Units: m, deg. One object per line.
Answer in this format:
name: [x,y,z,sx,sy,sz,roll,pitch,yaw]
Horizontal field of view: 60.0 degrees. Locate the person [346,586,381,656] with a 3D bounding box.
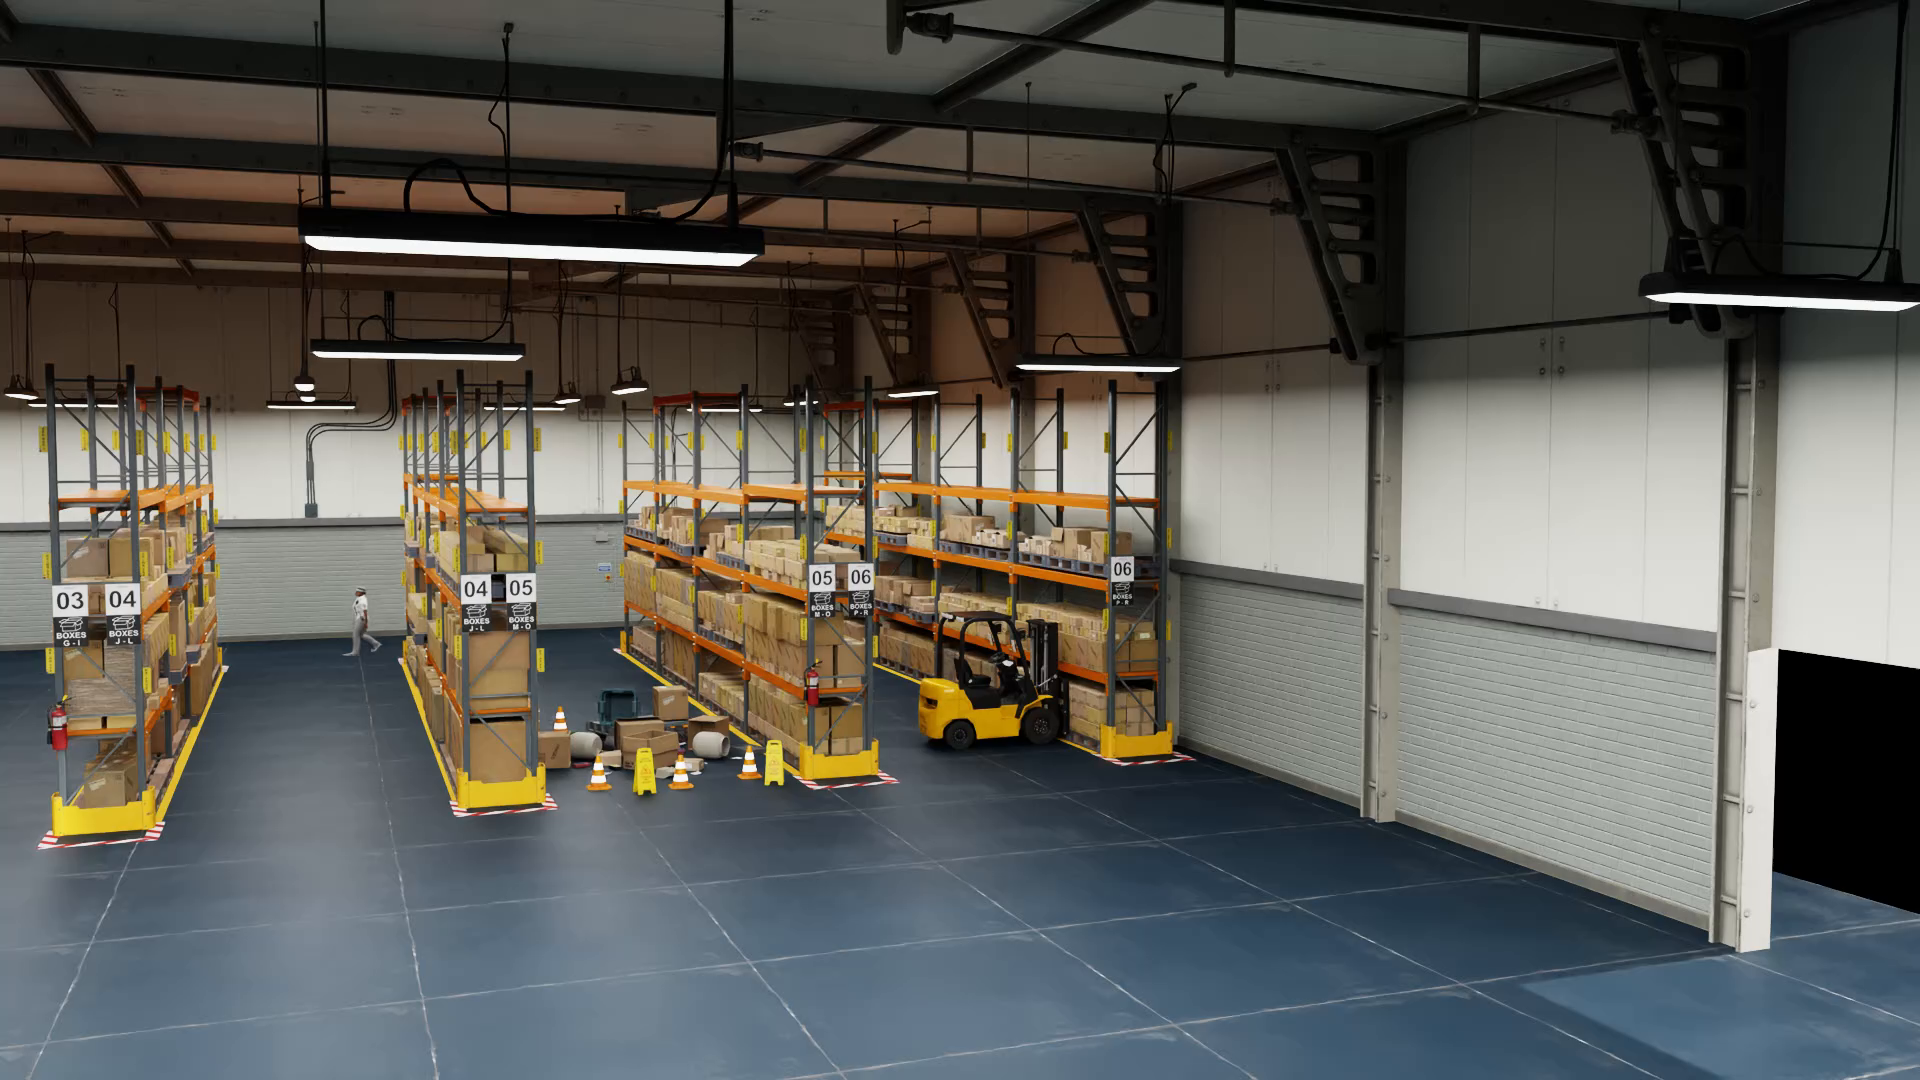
person: [-14.041,1.885,39.132,0.830,1.652,0.505,-2,4,-34]
